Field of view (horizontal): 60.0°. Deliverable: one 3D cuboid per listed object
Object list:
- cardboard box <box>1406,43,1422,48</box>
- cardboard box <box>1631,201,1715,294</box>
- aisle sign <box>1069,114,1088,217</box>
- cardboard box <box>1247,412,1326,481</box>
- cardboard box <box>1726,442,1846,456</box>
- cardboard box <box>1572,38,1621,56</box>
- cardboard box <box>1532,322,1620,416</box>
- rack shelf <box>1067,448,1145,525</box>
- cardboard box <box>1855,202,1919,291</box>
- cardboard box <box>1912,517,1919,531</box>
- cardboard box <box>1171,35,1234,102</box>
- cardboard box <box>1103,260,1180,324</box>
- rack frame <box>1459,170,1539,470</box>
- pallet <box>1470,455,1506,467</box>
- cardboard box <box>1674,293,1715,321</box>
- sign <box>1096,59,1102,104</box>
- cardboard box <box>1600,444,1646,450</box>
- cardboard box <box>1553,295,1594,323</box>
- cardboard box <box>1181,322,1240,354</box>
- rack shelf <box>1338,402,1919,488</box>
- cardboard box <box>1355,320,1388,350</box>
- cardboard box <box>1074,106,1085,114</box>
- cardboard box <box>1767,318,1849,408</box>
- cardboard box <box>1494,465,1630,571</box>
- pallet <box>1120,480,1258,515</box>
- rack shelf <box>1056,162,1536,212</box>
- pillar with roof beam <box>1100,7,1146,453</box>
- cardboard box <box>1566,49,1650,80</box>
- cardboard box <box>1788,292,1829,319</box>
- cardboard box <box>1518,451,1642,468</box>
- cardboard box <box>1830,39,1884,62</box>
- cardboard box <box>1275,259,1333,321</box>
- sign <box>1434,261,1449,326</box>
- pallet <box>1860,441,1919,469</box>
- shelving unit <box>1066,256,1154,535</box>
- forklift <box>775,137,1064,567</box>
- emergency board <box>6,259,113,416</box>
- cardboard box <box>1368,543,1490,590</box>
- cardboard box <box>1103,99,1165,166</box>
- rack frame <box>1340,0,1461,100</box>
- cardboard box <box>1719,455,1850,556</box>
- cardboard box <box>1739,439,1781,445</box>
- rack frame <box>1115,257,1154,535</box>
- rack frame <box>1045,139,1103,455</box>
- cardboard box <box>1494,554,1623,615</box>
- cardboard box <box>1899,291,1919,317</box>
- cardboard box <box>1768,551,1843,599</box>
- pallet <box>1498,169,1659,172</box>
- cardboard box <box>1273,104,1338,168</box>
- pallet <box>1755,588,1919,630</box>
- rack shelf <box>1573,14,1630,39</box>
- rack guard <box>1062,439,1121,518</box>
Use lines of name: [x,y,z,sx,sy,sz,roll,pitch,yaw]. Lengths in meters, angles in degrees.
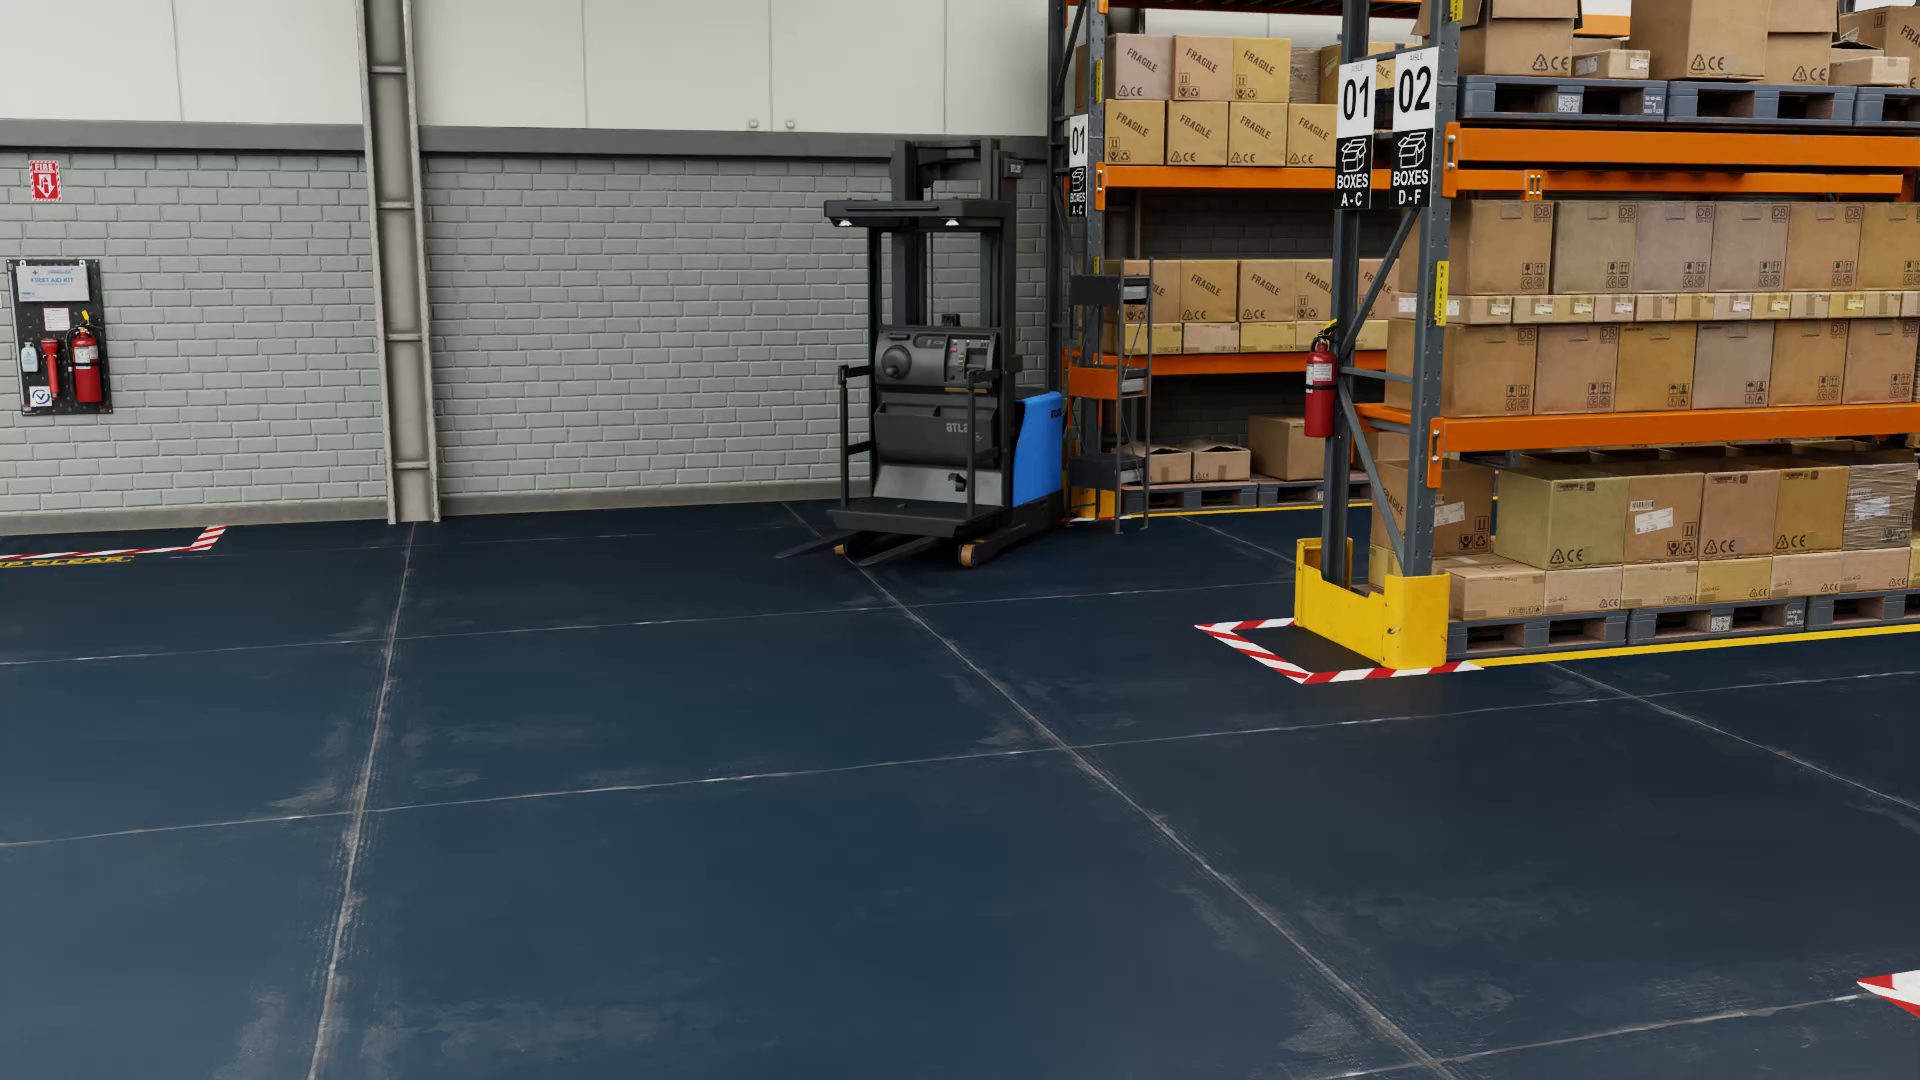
cardboard box: [3.837,-3.882,13.973,0.500,0.500,0.500,-2,11,-13]
cardboard box: [3.806,-1.660,9.419,0.500,0.500,0.700,-3,11,-16]
aisle sign: [0.943,-2.979,13.263,0.004,0.787,0.394,-3,11,-16]
cardboard box: [2.883,-0.820,14.405,0.500,0.500,0.700,-4,11,-20]
cardboard box: [5.146,-0.325,10.391,0.500,0.500,0.500,-3,11,-16]
cardboard box: [3.348,-2.676,9.382,0.500,0.250,0.500,-3,11,-16]
cardboard box: [3.271,-0.993,9.381,0.500,0.500,0.700,-3,11,-14]
rack shelf: [1.154,-0.425,12.995,0.480,0.518,0.431,10,14,42]
cardboard box: [5.248,-1.736,9.830,0.500,0.500,0.700,-3,11,-16]
cardboard box: [6.474,-0.023,10.823,0.500,0.250,0.500,-3,11,-16]
cardboard box: [1.861,-3.776,13.396,0.500,0.500,0.500,-3,11,-17]
cardboard box: [1.470,-2.033,13.593,0.500,0.500,0.500,-3,11,-16]
rack frame: [4.768,-1.959,14.901,0.127,3.000,1.000,-3,11,-16]
pallet: [5.516,-0.627,15.369,1.213,0.211,1.003,-3,11,-16]
cardboard box: [3.989,-1.312,9.318,0.250,0.149,0.380,-3,11,-17]
sign: [1.080,-3.567,12.939,0.005,0.325,0.100,-3,11,-16]
cardboard box: [5.953,-1.021,15.495,0.500,0.500,0.700,-3,11,-17]
cardboard box: [3.246,-1.272,9.104,0.250,0.149,0.380,-3,11,-16]
cardboard box: [1.980,-1.691,13.804,0.500,0.250,0.500,-3,11,-18]
rack shelf: [4.236,-0.643,9.740,4.000,0.370,1.077,-3,11,-16]
cardboard box: [3.439,-1.766,14.215,0.500,0.250,0.500,-3,11,-16]
cardboard box: [1.258,-3.356,13.873,0.500,0.500,0.500,-2,11,-12]
cardboard box: [4.745,-1.071,9.802,0.500,0.500,0.700,-3,11,-15]
cardboard box: [3.373,-0.133,9.345,0.500,0.500,0.500,-3,11,-16]
pallet: [1.791,-0.424,14.265,1.213,0.211,1.003,-3,11,-16]
rack shelf: [2.848,-2.979,14.145,4.000,0.370,1.077,-3,11,-16]
pillar with roof beam: [2.561,-4.144,10.203,0.400,9.000,9.100,-3,11,-16]
cardboard box: [3.495,-2.551,8.983,0.250,0.149,0.380,-3,11,-16]
cardboard box: [4.736,-1.351,9.532,0.250,0.149,0.380,-3,11,-14]
cardboard box: [3.704,-0.250,9.985,0.500,0.500,0.500,-3,11,-16]
cardboard box: [5.081,-2.798,9.873,0.500,0.311,0.500,-4,11,-19]
cardboard box: [2.938,-2.110,14.009,0.500,0.500,0.500,-3,11,-14]
sign: [2.465,-1.263,8.514,0.005,0.325,0.100,-3,11,-16]
pallet: [9.387,-0.817,16.399,1.213,0.211,1.003,-3,11,-16]
shelving unit: [1.154,-1.127,12.866,0.503,2.100,0.431,10,14,42]
forklift: [-0.262,-1.338,11.719,1.130,2.935,3.031,5,11,24]
emergency board: [-6.786,-1.520,12.519,0.643,1.169,0.194,-3,11,-16]
cardboard box: [2.748,0.172,9.763,0.500,0.250,0.500,-3,11,-16]
cardboard box: [1.319,-3.264,13.375,0.500,0.500,0.500,-3,11,-14]
rack frame: [2.316,-3.846,8.582,0.127,3.000,1.000,-3,11,-16]
cardboard box: [4.810,-0.210,9.767,0.500,0.500,0.500,-3,11,-16]
cardboard box: [7.405,-1.097,15.908,0.500,0.500,0.700,-3,11,-16]
rack frame: [1.332,-1.096,12.702,0.015,2.100,0.400,10,14,42]
rack frame: [0.928,-1.756,13.802,0.127,3.000,1.000,-3,11,-16]
cardboard box: [3.372,0.236,9.414,0.500,0.250,0.500,-3,11,-16]
cardboard box: [5.467,-1.389,9.740,0.250,0.149,0.380,-3,11,-18]
cardboard box: [4.814,0.161,9.822,0.500,0.250,0.500,-3,11,-16]
pallet: [5.391,-3.354,14.716,1.003,0.211,1.213,-3,11,-16]
cardboard box: [2.850,-3.343,13.803,0.500,0.500,0.500,-2,11,-12]
pallet: [5.381,0.306,10.298,1.213,0.211,1.003,-3,11,-16]
rack shelf: [6.689,-4.460,15.009,4.000,0.370,1.077,-3,11,-16]
rack guard: [1.001,-0.531,14.049,0.348,0.500,1.175,-3,11,-16]
